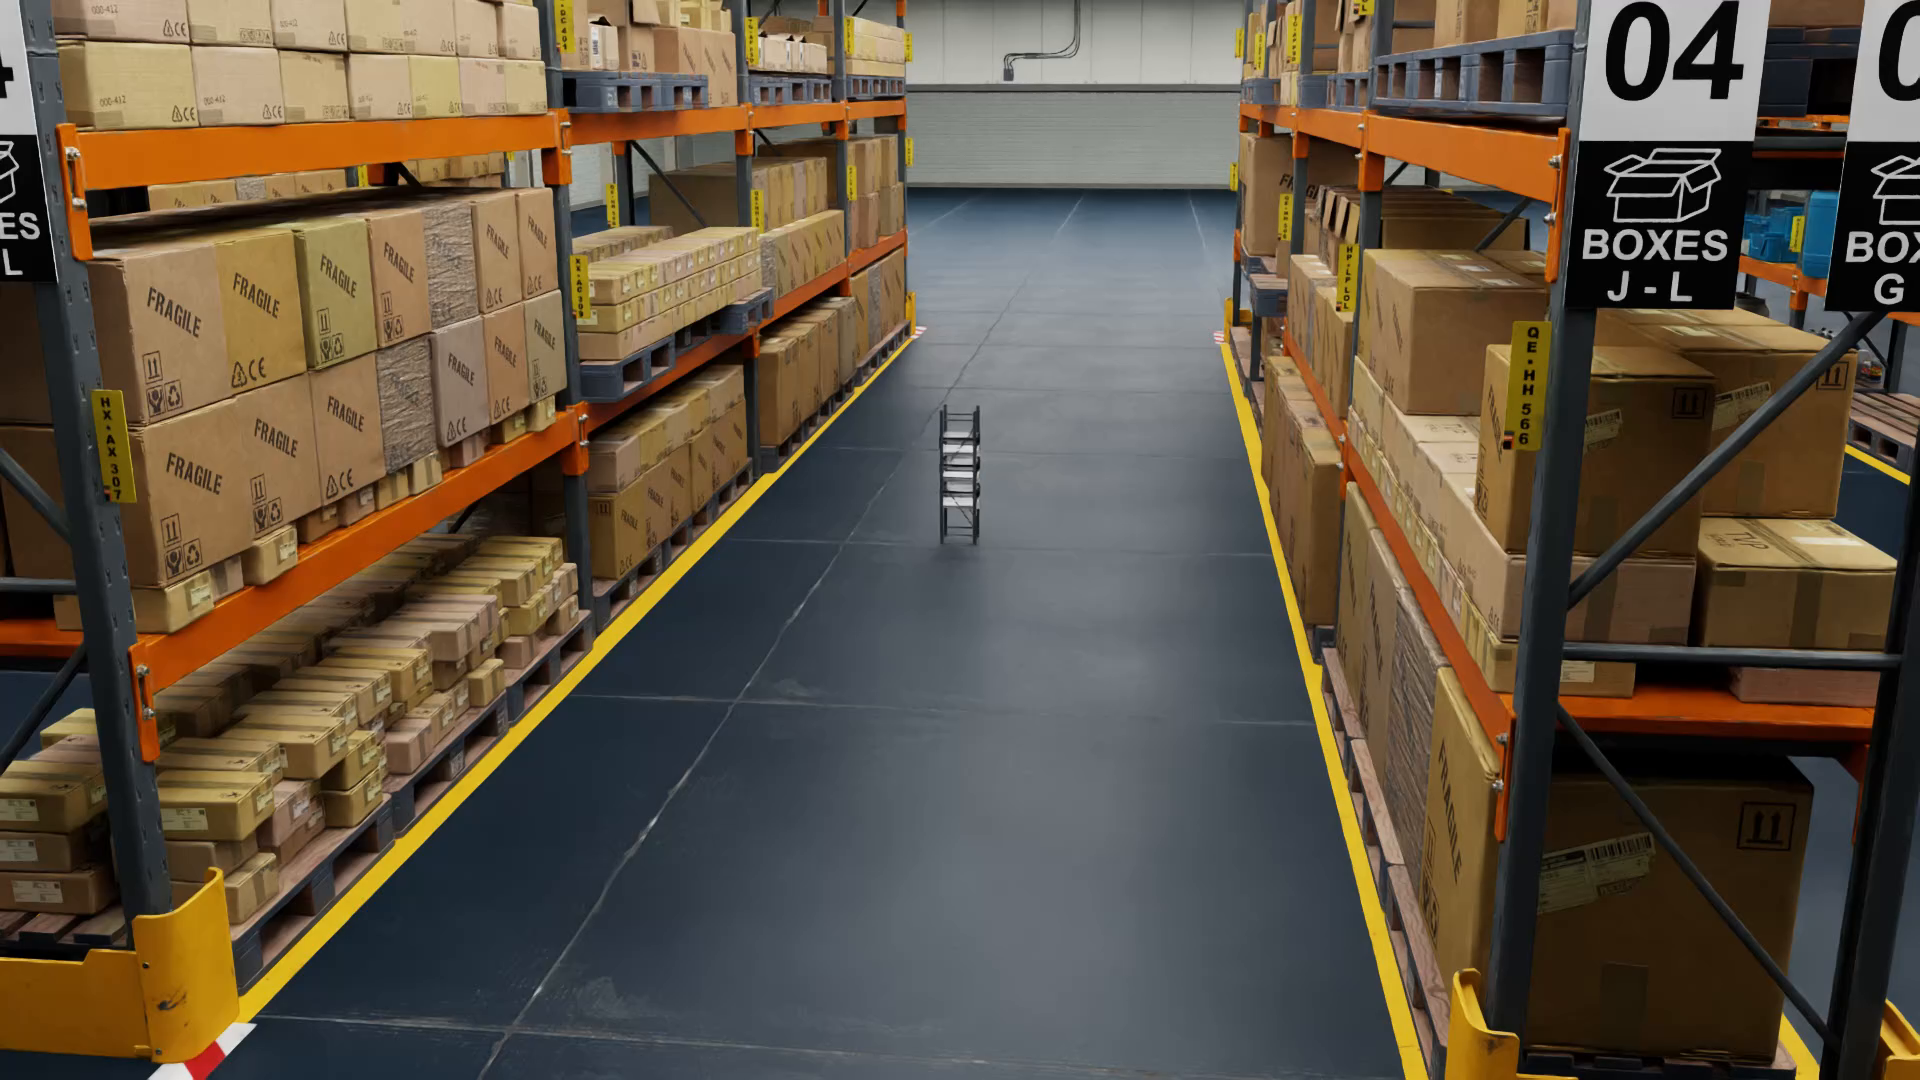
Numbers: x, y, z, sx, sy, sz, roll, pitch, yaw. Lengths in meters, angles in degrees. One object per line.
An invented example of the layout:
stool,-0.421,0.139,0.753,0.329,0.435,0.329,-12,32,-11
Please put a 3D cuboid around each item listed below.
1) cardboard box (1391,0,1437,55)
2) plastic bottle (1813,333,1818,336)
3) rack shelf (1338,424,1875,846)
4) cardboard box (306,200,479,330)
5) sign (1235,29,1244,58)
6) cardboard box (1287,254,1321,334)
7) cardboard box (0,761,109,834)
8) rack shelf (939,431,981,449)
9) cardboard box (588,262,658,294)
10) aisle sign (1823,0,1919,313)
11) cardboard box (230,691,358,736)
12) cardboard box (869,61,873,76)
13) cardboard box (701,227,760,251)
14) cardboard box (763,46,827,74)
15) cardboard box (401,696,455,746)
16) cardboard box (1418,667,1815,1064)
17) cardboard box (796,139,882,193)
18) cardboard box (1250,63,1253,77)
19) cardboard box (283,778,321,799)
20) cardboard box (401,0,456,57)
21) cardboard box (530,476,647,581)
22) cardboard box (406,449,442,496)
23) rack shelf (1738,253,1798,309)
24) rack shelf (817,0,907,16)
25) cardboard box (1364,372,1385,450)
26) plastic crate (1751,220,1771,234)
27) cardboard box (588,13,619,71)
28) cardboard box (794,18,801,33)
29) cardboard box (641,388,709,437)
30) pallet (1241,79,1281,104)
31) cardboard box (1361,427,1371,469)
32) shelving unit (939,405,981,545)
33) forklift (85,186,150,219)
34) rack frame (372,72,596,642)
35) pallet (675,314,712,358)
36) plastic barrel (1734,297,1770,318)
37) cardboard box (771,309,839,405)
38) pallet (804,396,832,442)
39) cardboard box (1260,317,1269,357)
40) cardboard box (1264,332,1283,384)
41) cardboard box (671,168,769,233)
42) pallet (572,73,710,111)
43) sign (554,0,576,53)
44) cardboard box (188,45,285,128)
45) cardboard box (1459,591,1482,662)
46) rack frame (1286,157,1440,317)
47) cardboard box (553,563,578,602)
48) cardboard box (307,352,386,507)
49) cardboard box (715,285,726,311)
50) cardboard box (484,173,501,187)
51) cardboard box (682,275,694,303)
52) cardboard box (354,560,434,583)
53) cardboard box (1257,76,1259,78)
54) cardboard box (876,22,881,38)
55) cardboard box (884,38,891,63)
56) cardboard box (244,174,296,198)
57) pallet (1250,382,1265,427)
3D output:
cardboard box,2.469,-2.579,8.210,0.700,0.500,0.500,2,15,8
plastic bottle,8.846,-2.003,17.200,0.152,0.276,0.135,1,15,5
rack shelf,2.187,0.137,6.288,1.077,0.370,4.000,2,15,6
cardboard box,-2.413,-1.180,7.101,0.500,0.500,0.500,2,15,8
sign,3.228,-5.727,19.176,0.100,0.325,0.005,2,15,6
cardboard box,2.539,-1.697,11.499,0.500,0.500,0.500,2,15,8
cardboard box,-3.147,0.877,5.688,0.380,0.149,0.250,2,15,7
rack shelf,-0.001,-0.661,10.975,0.258,0.077,0.200,2,15,6
cardboard box,-1.945,-1.498,9.491,0.380,0.149,0.250,2,15,7
aisle sign,2.252,-0.919,3.835,0.394,0.787,0.004,2,15,6
cardboard box,-2.545,0.693,6.370,0.380,0.149,0.250,1,15,4
cardboard box,-1.109,-4.902,17.285,0.380,0.149,0.250,1,15,5
cardboard box,-1.652,-2.167,11.966,0.380,0.149,0.250,1,15,4
cardboard box,-1.522,-4.415,15.288,0.500,0.250,0.500,2,15,7
cardboard box,-2.417,0.781,7.183,0.380,0.149,0.250,2,15,6
cardboard box,1.954,0.963,5.121,0.875,0.875,0.875,2,15,6
cardboard box,-1.329,-4.084,18.165,0.875,0.550,0.500,2,15,6
cardboard box,3.342,-5.080,17.979,0.380,0.149,0.250,2,15,6
cardboard box,-2.614,0.902,6.167,0.380,0.149,0.250,2,15,7
cardboard box,-2.428,-2.121,6.844,0.500,0.250,0.500,2,15,9
cardboard box,-2.157,-0.081,9.701,0.500,0.500,0.500,2,15,8
cardboard box,-2.408,-0.292,6.975,0.380,0.149,0.250,2,15,7
rack shelf,8.463,-2.830,17.258,1.077,0.370,4.000,2,15,6
rack shelf,-1.375,-5.851,17.704,1.077,0.370,4.000,2,15,6
cardboard box,2.039,-0.557,7.194,0.500,0.250,0.500,2,15,6
plastic crate,8.850,-3.317,17.967,0.499,0.251,0.408,2,15,6
cardboard box,-2.196,-2.731,9.136,0.500,0.311,0.500,1,15,5
cardboard box,-1.819,-5.174,16.761,0.380,0.149,0.250,2,15,6
cardboard box,-1.988,-0.849,11.104,0.500,0.250,0.500,2,15,8
pallet,3.140,-4.004,14.838,1.213,0.211,1.003,2,15,6
cardboard box,1.991,-0.405,7.393,0.380,0.149,0.250,2,15,8
shelving unit,-0.001,-0.432,11.037,0.258,0.900,0.210,2,15,6
forklift,-5.623,-1.189,9.945,3.031,2.935,1.130,-2,15,-8
rack frame,-2.504,-0.901,8.749,1.000,3.000,0.127,2,15,6
pallet,-2.235,-1.332,10.708,1.003,0.211,1.213,2,15,6
plastic barrel,8.634,-2.394,18.232,0.421,0.512,0.421,0,15,0
cardboard box,-1.694,-1.679,15.132,1.050,0.750,0.750,2,15,6
pallet,-1.748,-1.111,14.865,1.003,0.211,1.213,2,15,6
cardboard box,3.450,-2.215,17.591,0.500,0.500,0.500,0,15,1
cardboard box,3.225,-1.651,15.468,0.700,0.500,0.500,1,15,2
cardboard box,-1.936,-2.717,13.357,0.700,0.500,0.500,1,15,5
pallet,-2.214,-2.685,9.958,1.213,0.211,1.003,2,15,6
sign,-1.964,-2.585,8.239,0.100,0.325,0.005,2,15,6
cardboard box,-2.587,-1.485,5.448,0.500,0.250,0.500,2,15,8
cardboard box,1.702,0.260,4.935,0.380,0.149,0.250,2,15,7
rack frame,2.864,-1.767,11.949,1.000,3.000,0.127,2,15,6
cardboard box,-2.223,0.219,8.691,0.380,0.149,0.250,2,15,7
cardboard box,-2.527,-0.430,6.246,0.500,0.500,0.500,2,15,7
cardboard box,-1.770,-1.613,11.059,0.380,0.149,0.250,1,15,4
cardboard box,-5.867,-4.176,20.099,0.500,0.500,0.500,1,15,5
cardboard box,-1.859,-1.556,10.275,0.380,0.149,0.250,1,15,5
cardboard box,-2.818,0.205,8.176,0.380,0.149,0.250,1,15,5
cardboard box,3.177,-4.441,16.379,0.500,0.250,0.500,2,15,8
cardboard box,-1.051,-5.418,17.663,0.380,0.149,0.250,2,15,6
cardboard box,-1.042,-5.389,18.320,0.500,0.250,0.500,2,15,6
cardboard box,-6.474,-3.102,15.320,0.500,0.500,0.500,2,15,8
pallet,3.229,-1.256,15.403,1.003,0.211,1.213,2,15,6
